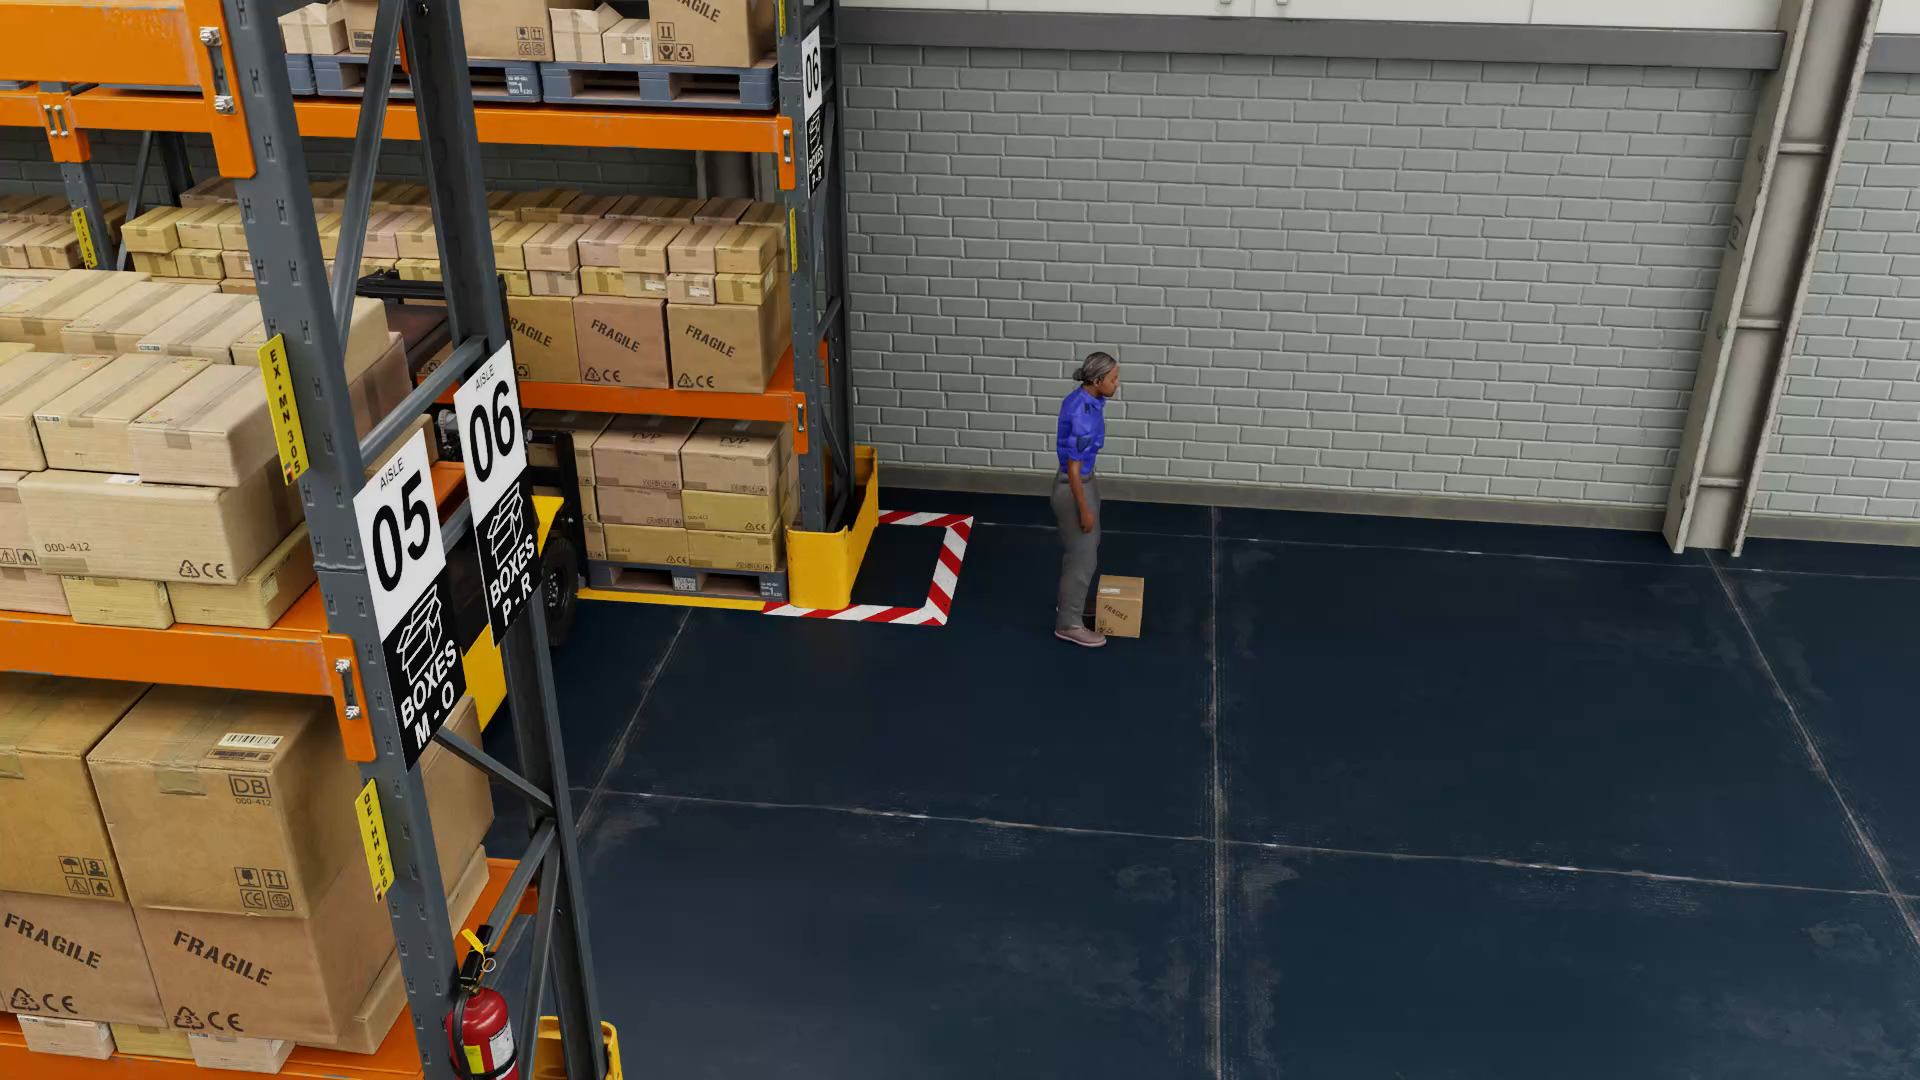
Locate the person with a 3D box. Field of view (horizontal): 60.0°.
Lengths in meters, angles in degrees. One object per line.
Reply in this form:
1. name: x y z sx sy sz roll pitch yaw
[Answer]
1. person: 0.670 -0.249 9.086 0.346 1.655 0.506 4 29 7
